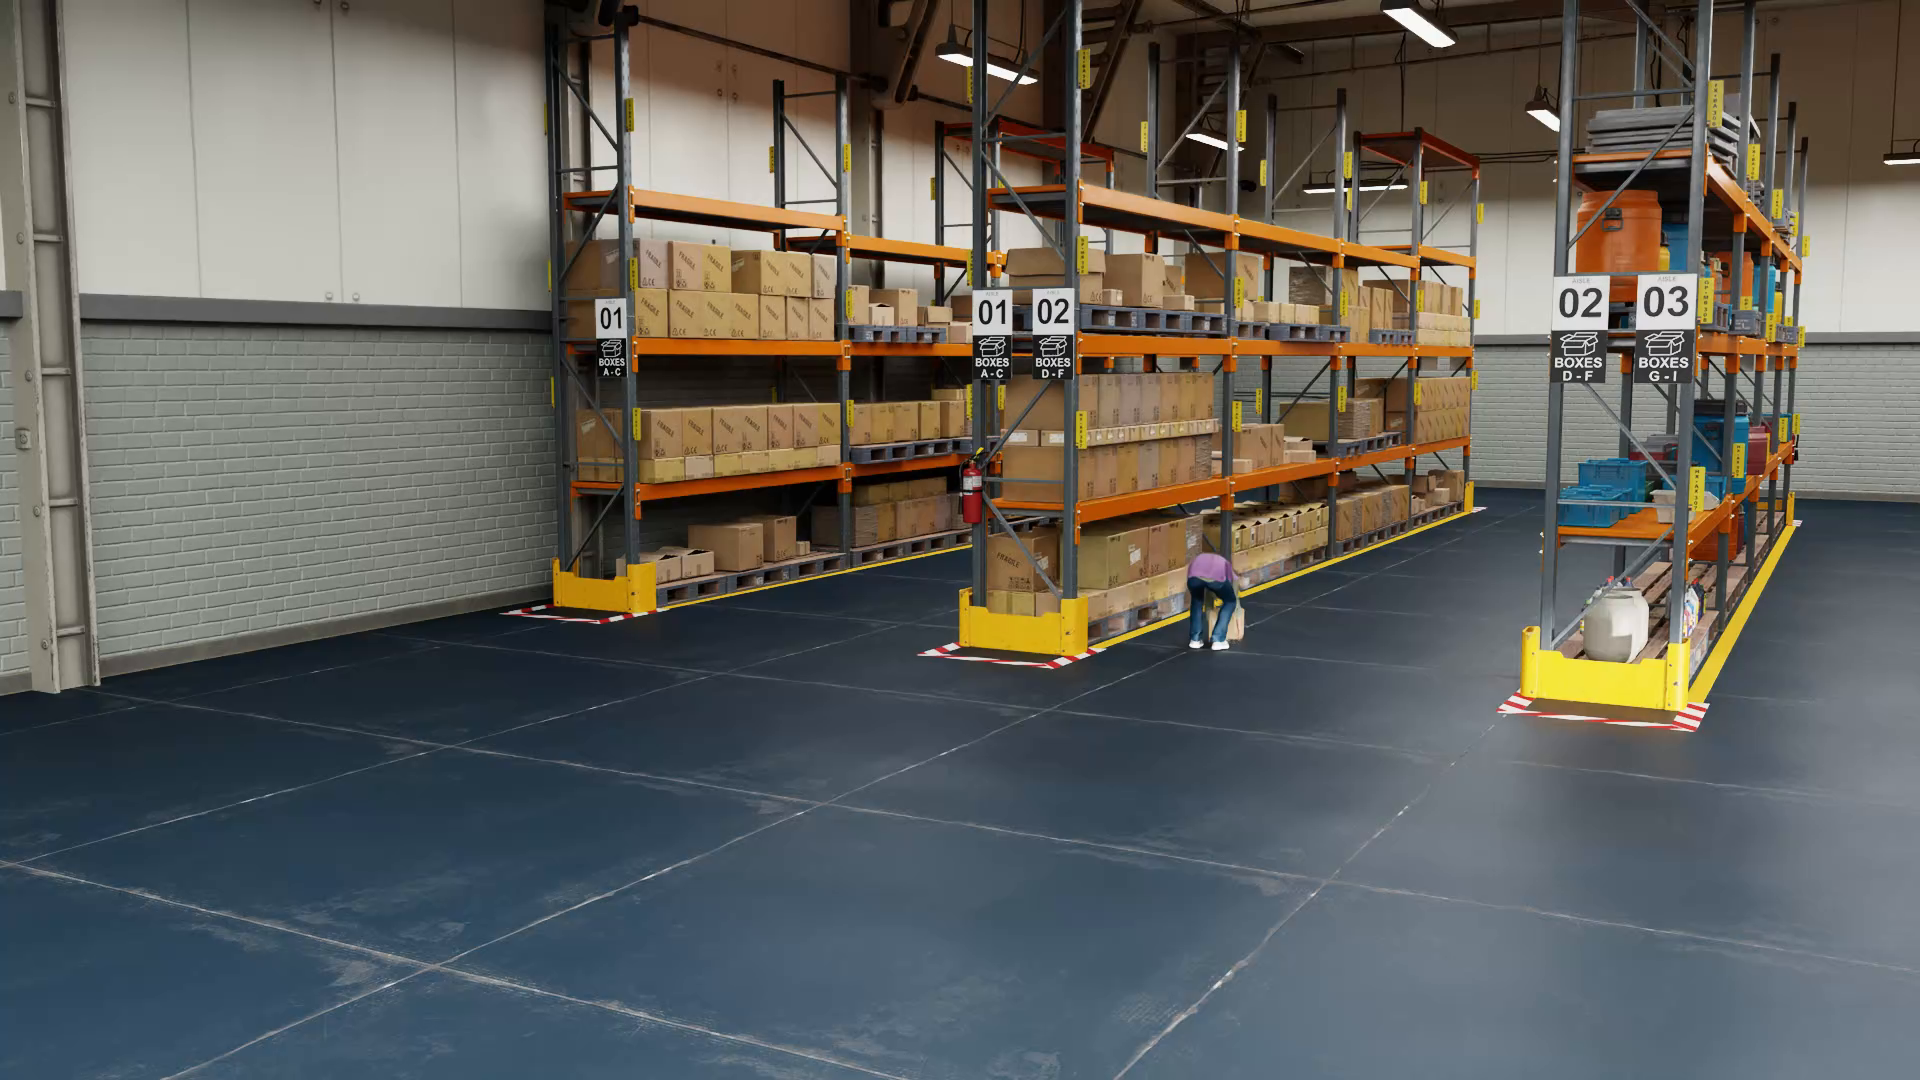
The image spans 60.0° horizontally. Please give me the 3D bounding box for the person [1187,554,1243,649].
[{"bbox_3d":[2.298,0.534,15.040,0.427,0.860,0.853,3,7,25],"label":"person"}]
